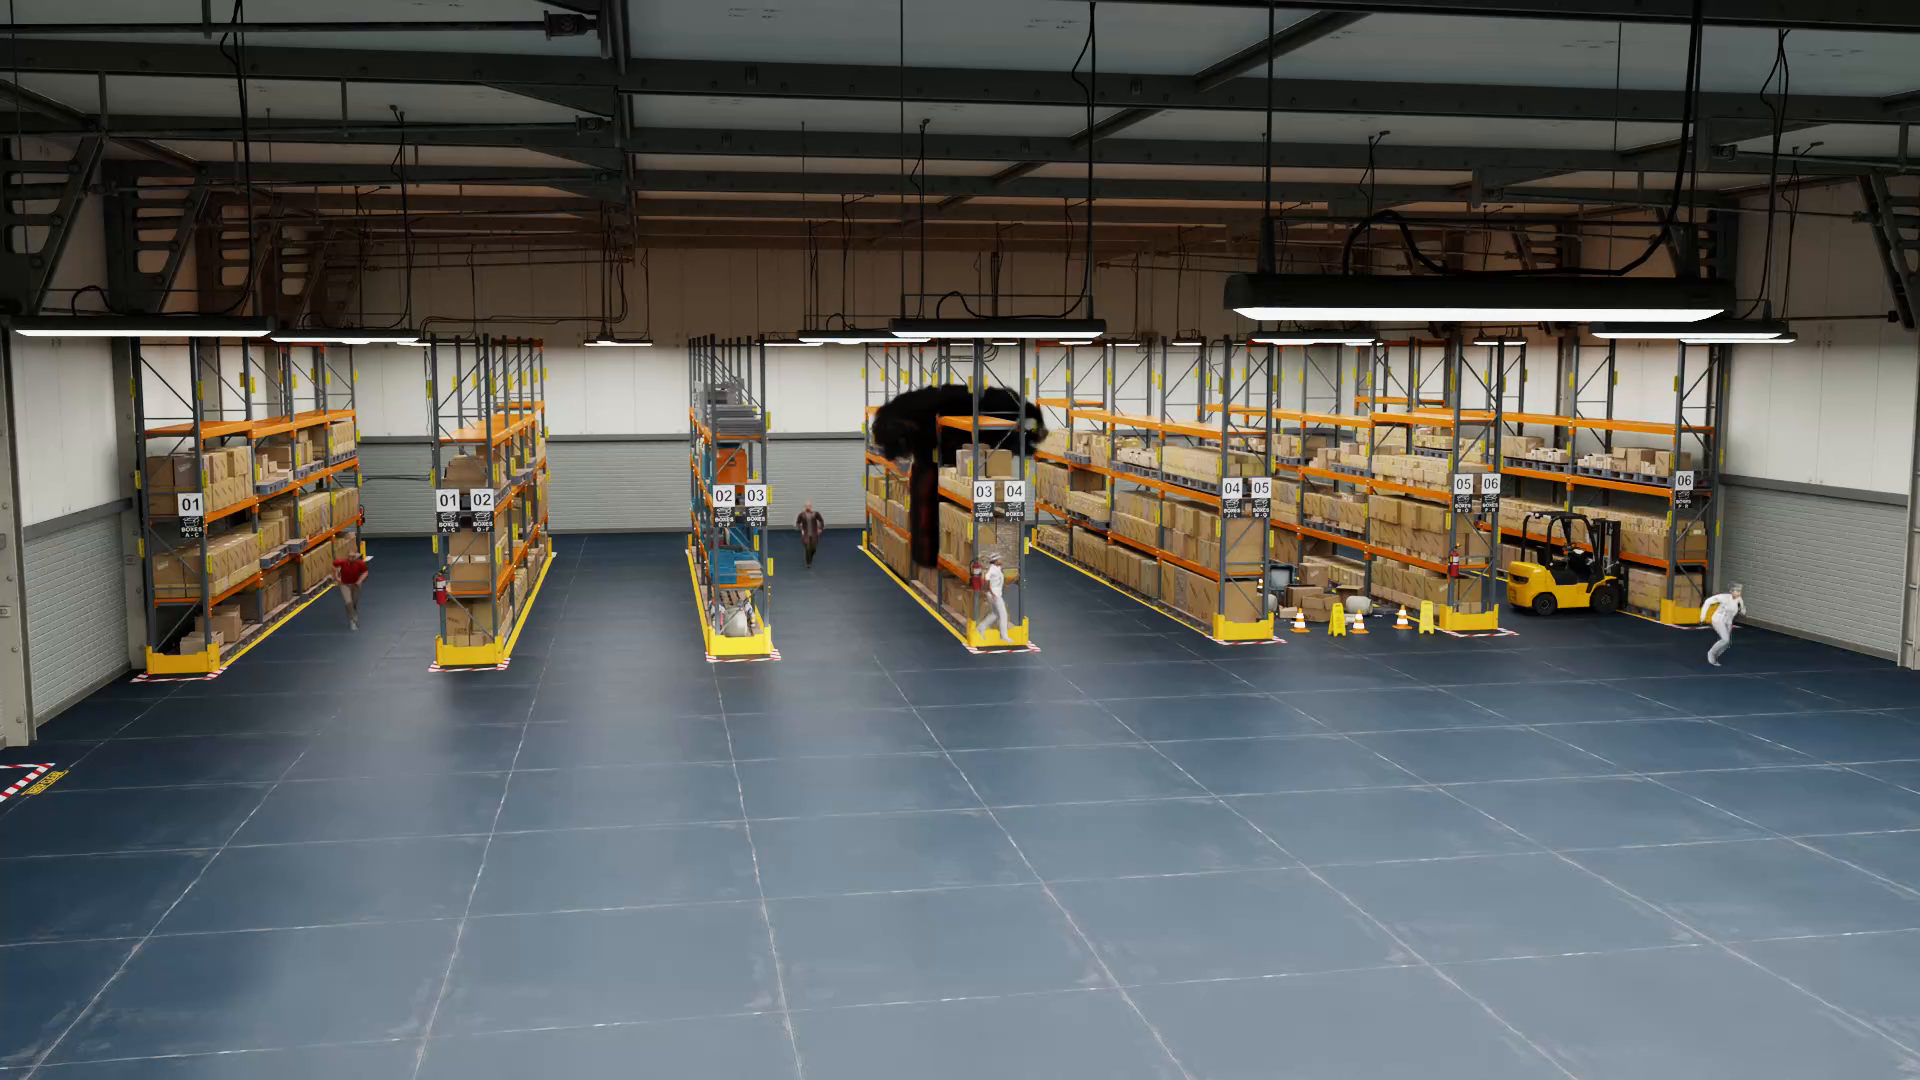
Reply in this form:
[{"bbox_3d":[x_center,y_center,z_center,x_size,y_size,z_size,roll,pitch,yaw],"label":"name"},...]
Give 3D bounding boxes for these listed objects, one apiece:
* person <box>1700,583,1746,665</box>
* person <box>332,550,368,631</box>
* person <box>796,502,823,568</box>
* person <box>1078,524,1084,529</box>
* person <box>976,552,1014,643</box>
[{"bbox_3d":[13.852,1.539,30.100,0.679,1.572,0.711,-2,7,-19],"label":"person"},{"bbox_3d":[-12.577,1.008,34.328,0.704,1.696,1.007,-3,7,-22],"label":"person"},{"bbox_3d":[-3.951,-0.139,43.693,0.727,1.745,0.701,-1,7,-6],"label":"person"},{"bbox_3d":[3.723,-0.796,49.581,0.735,1.763,0.703,-5,8,-36],"label":"person"},{"bbox_3d":[0.665,1.064,31.080,0.694,1.710,0.610,0,7,2],"label":"person"}]
